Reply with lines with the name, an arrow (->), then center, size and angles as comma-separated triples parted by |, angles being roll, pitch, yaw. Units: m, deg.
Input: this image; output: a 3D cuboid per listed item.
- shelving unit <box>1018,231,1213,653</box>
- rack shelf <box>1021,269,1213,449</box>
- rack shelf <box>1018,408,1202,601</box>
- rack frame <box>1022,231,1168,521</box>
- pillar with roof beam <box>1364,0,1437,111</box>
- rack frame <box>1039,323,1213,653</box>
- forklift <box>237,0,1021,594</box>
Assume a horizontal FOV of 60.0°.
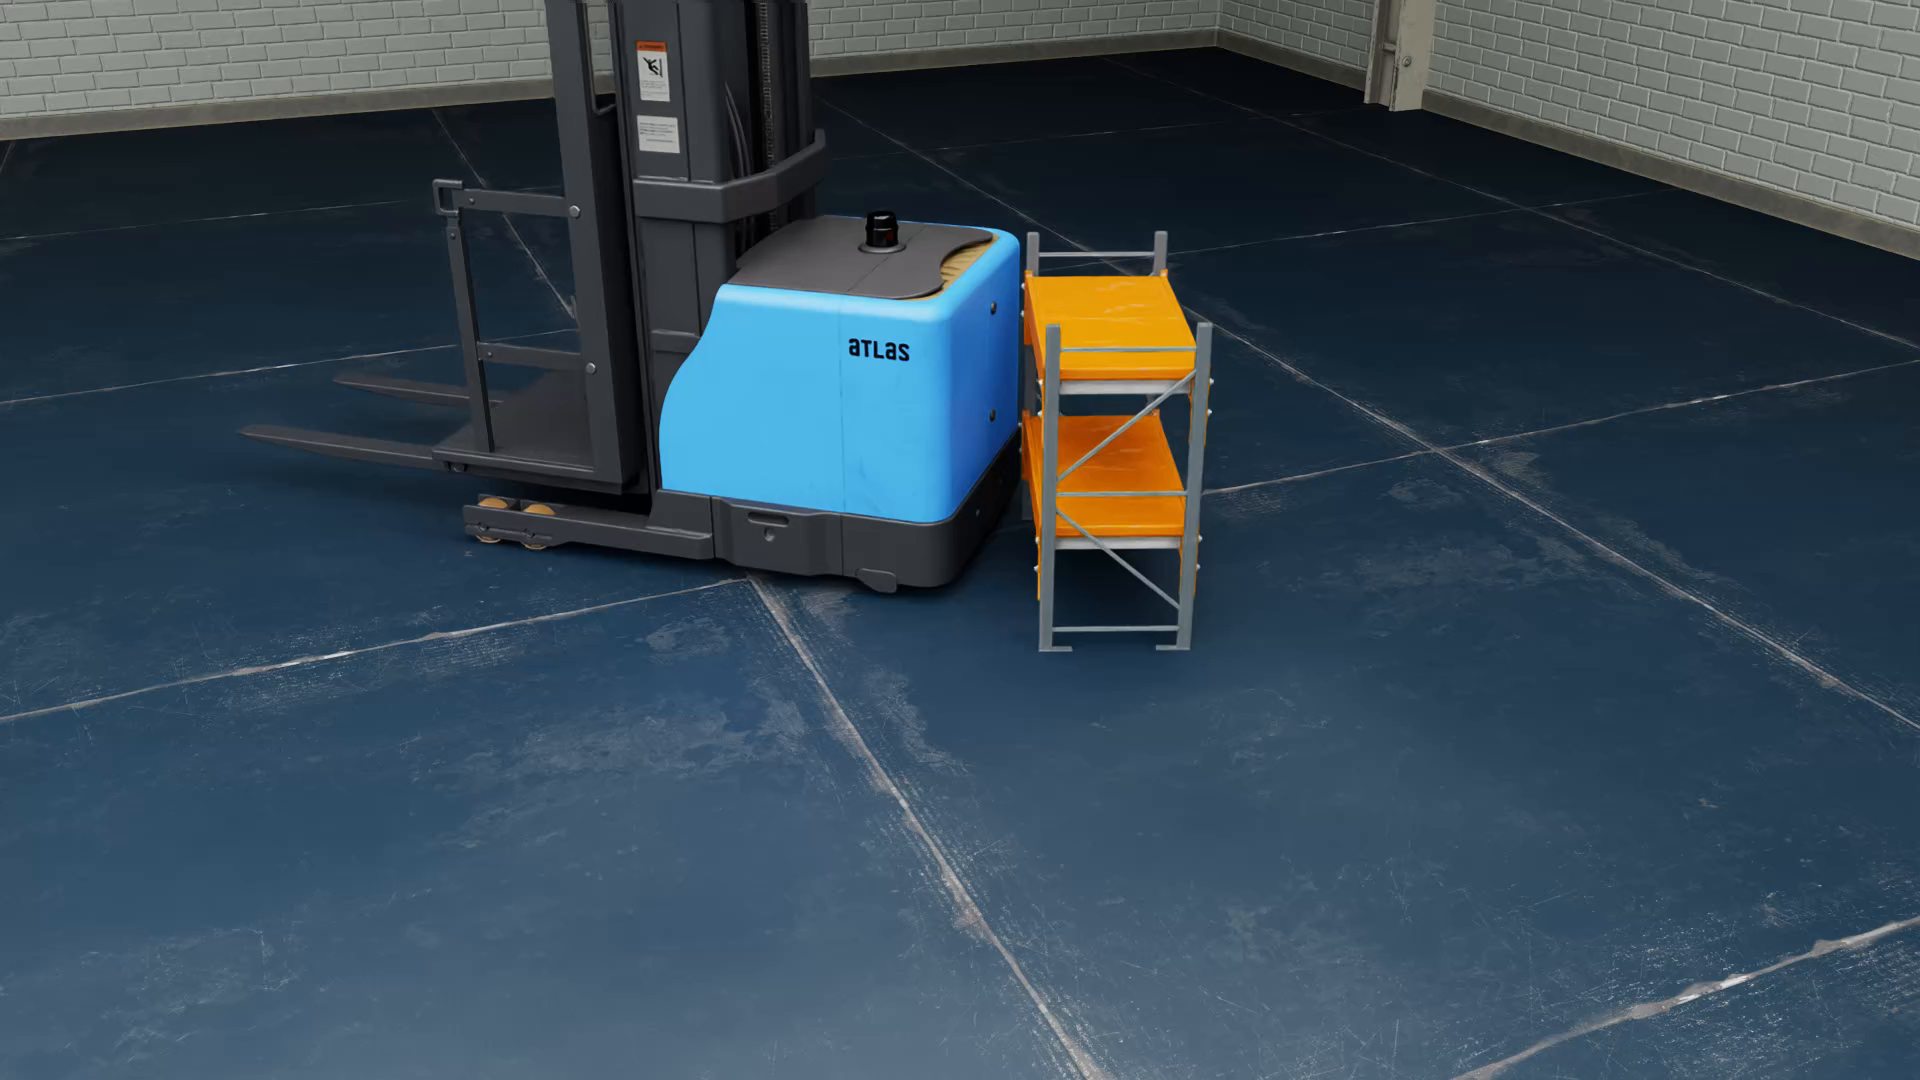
shelving unit -> 0.500, -0.366, 5.718 | 0.538, 1.125, 1.048 | -1, 26, -1
rack shelf -> 0.500, -0.629, 5.589 | 0.538, 0.278, 1.000 | -1, 26, -1
rack shelf -> 0.500, -0.146, 5.825 | 0.538, 0.278, 1.000 | -1, 26, -1
rack frame -> 0.489, -0.589, 6.175 | 0.500, 1.125, 0.032 | -1, 26, -1
pillar with roof beam -> -0.453, -6.823, 9.968 | 9.100, 9.000, 0.400 | -11, 28, -21
rack frame -> 0.511, -0.143, 5.261 | 0.500, 1.125, 0.032 | -1, 26, -1
forklift -> -1.339, -1.492, 5.965 | 3.031, 2.935, 1.130 | 8, 27, 15
